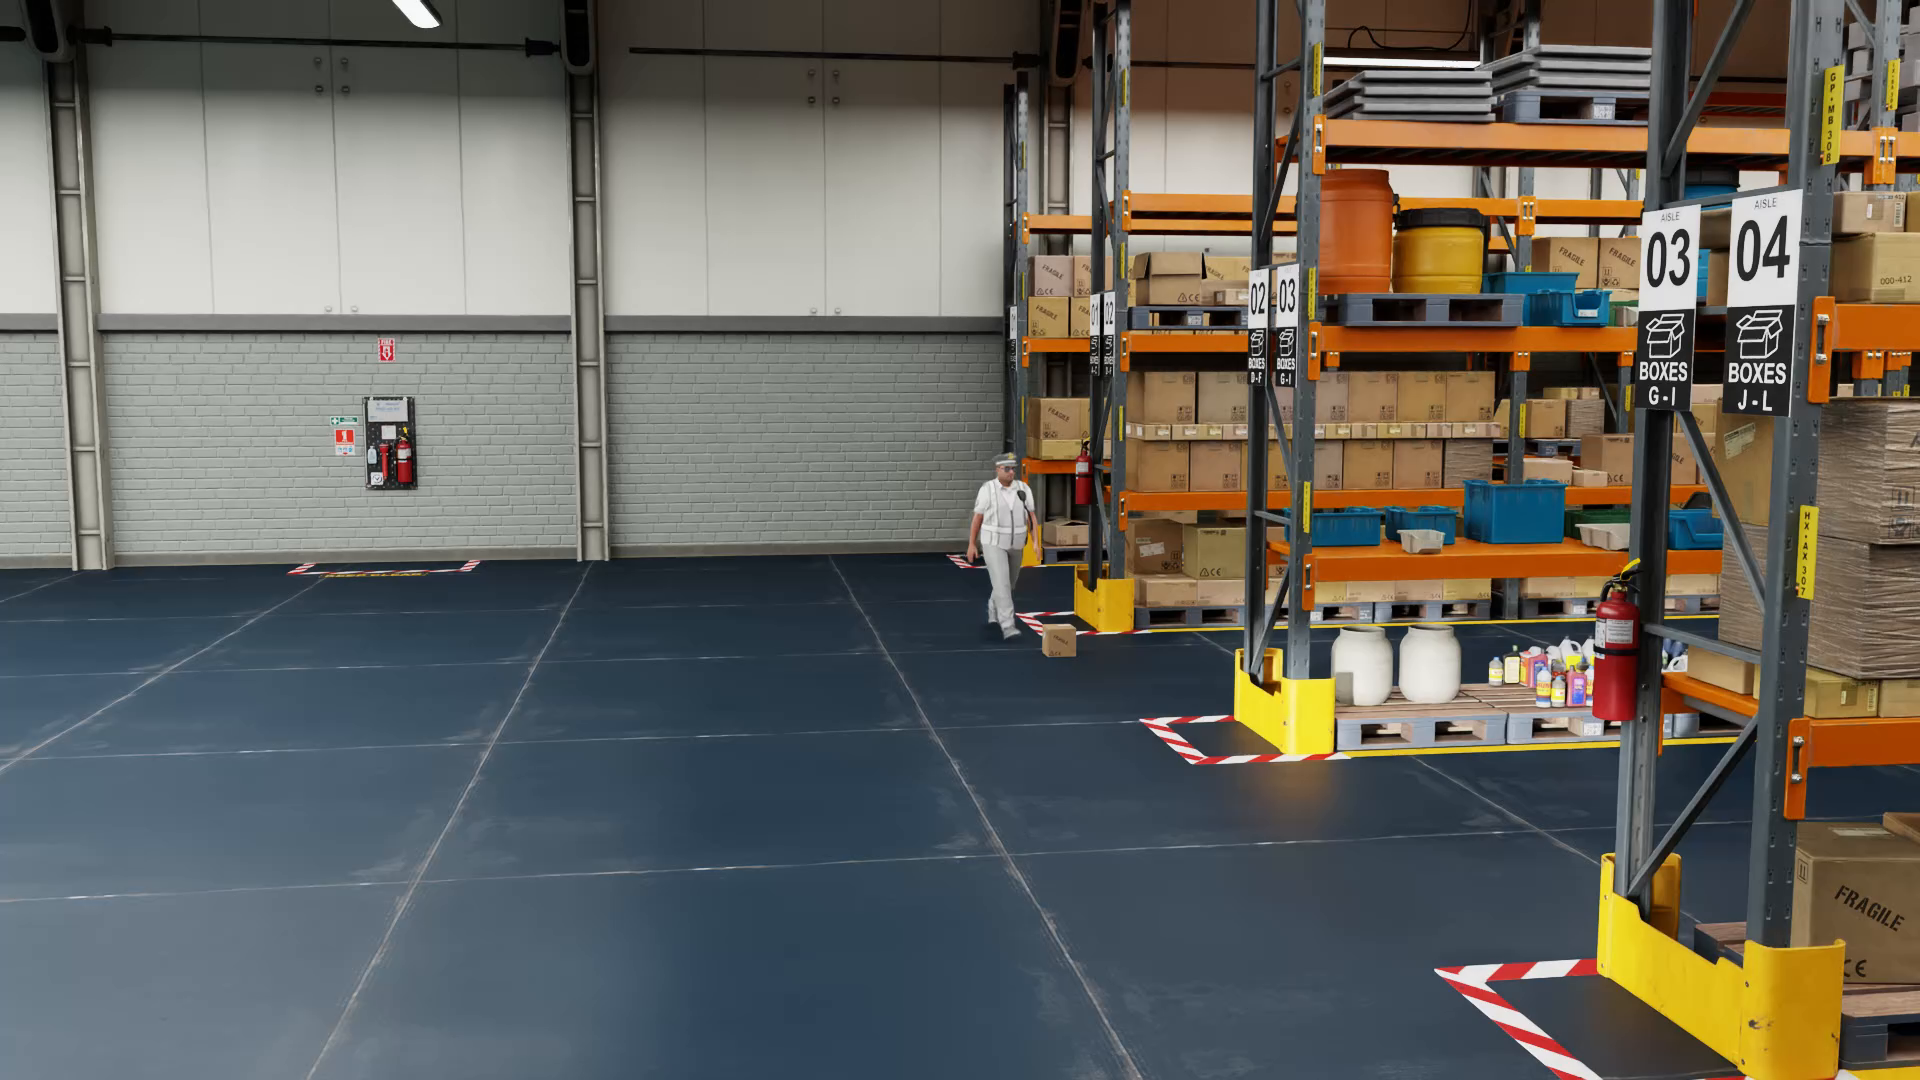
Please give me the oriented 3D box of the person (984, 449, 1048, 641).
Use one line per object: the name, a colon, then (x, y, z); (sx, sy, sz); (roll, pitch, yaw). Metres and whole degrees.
person: (0.510, 0.059, 15.186); (0.574, 1.787, 0.444); (-3, 7, -22)
